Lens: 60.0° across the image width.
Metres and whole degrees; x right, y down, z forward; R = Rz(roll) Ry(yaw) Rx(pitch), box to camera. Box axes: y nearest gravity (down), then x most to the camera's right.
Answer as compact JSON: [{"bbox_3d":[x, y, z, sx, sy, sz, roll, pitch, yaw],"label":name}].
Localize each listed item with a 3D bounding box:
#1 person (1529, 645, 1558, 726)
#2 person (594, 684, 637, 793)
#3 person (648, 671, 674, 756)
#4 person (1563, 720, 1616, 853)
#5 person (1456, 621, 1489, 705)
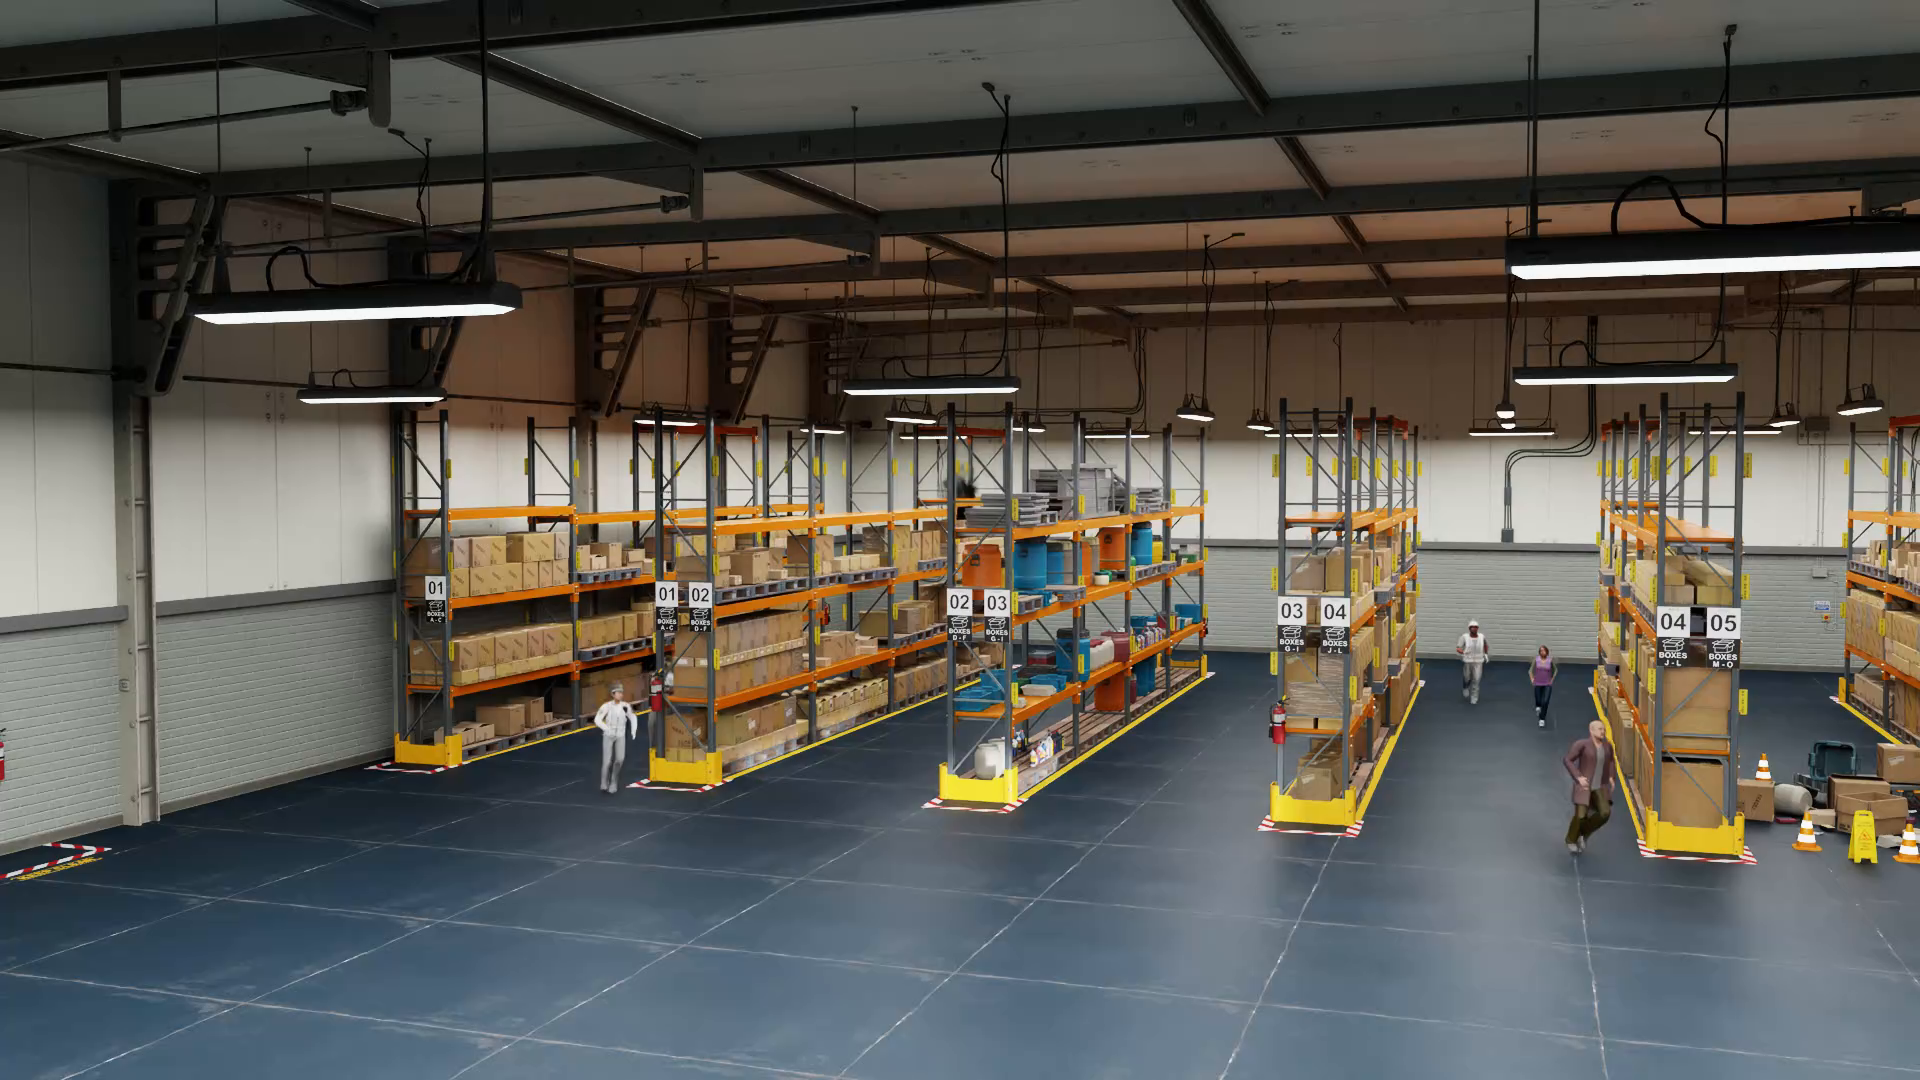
[{"bbox_3d":[11.415,2.841,32.585,0.520,1.557,0.552,1,3,19],"label":"person"},{"bbox_3d":[-5.321,3.071,25.769,0.686,1.675,0.593,-1,3,-21],"label":"person"},{"bbox_3d":[-5.273,3.028,29.262,0.467,1.513,0.697,0,2,7],"label":"person"},{"bbox_3d":[8.244,3.212,21.640,0.769,1.717,0.576,0,2,-7],"label":"person"},{"bbox_3d":[10.918,2.600,35.415,0.688,1.757,0.828,0,2,8],"label":"person"}]
